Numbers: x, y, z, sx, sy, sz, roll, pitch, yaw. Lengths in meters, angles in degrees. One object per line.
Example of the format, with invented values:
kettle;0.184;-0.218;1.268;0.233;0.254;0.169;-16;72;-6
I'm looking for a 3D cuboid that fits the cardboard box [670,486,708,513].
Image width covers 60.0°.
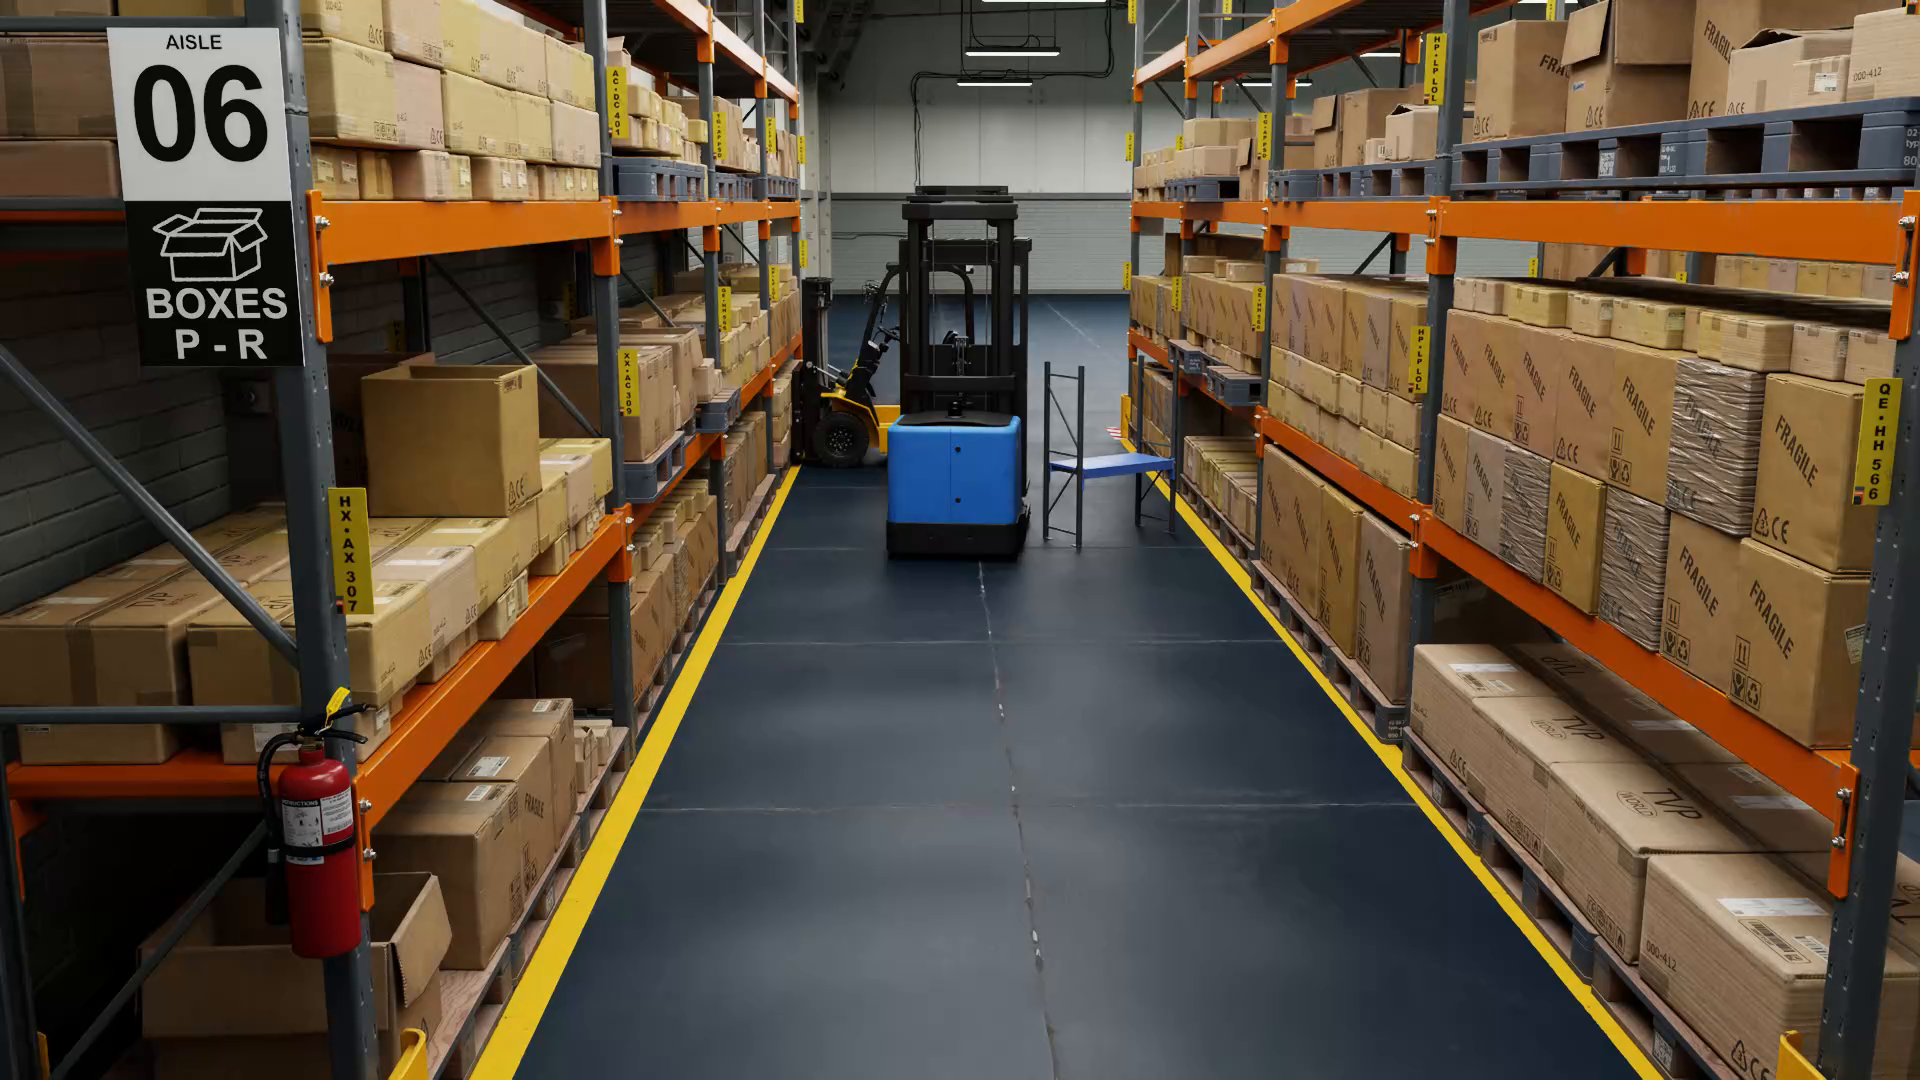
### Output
cardboard box;-1.946;-0.281;11.501;0.380;0.149;0.250;-1;11;-4

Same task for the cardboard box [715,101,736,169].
cardboard box;-2.127;-3.153;12.952;0.700;0.500;0.500;0;11;-2

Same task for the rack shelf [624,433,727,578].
rack shelf;-2.204;-0.384;10.217;1.077;0.370;4.000;0;11;-1

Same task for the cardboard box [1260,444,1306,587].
cardboard box;2.648;-0.182;11.700;0.875;0.875;0.875;0;11;-2

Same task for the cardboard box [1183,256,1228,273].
cardboard box;2.290;-2.574;15.514;0.380;0.149;0.250;0;11;-1

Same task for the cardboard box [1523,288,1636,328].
cardboard box;2.536;-0.949;6.795;0.380;0.149;0.250;-1;11;-3

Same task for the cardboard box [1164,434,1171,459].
cardboard box;2.353;-0.925;16.934;0.500;0.250;0.500;0;11;1

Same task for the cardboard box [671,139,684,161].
cardboard box;-1.983;-2.503;10.684;0.380;0.149;0.250;0;11;-1

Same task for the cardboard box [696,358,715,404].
cardboard box;-1.900;-1.058;11.051;0.500;0.250;0.500;-1;11;-4

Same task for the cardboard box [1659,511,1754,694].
cardboard box;2.612;0.191;5.320;0.500;0.500;0.500;0;11;-2

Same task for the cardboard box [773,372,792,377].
cardboard box;-2.050;-1.680;18.140;0.500;0.250;0.500;0;11;-2

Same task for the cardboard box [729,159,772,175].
cardboard box;-2.034;-3.621;16.145;0.380;0.149;0.250;0;11;0

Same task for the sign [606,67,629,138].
sign;-1.621;-2.066;7.854;0.100;0.325;0.005;0;11;-1

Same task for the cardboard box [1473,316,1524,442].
cardboard box;2.572;-0.703;7.214;0.500;0.500;0.500;0;11;-2

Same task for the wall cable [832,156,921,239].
wall cable;-2.656;-10.555;51.263;3.097;2.526;0.112;0;11;-1

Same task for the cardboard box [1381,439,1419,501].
cardboard box;2.538;-0.375;8.739;0.500;0.250;0.500;-1;11;-3

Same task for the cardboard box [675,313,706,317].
cardboard box;-1.995;-1.670;12.861;0.380;0.149;0.250;0;11;0

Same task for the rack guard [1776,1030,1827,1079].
rack guard;2.883;1.665;4.595;1.175;0.500;0.348;0;11;-1

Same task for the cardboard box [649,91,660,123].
cardboard box;-1.770;-2.251;8.642;0.380;0.149;0.250;0;11;-2

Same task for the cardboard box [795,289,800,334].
cardboard box;-2.138;-2.677;19.457;0.500;0.500;0.500;0;11;-2

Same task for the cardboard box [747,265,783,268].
cardboard box;-2.193;-3.016;18.750;0.380;0.149;0.250;0;11;-1

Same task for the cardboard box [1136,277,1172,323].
cardboard box;2.298;-2.742;19.031;0.500;0.500;0.500;0;11;1

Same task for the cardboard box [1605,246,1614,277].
cardboard box;7.588;-2.989;18.155;0.875;0.550;0.500;0;11;-1

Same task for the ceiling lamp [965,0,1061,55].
ceiling lamp;1.099;-11.787;34.845;2.000;3.185;0.800;0;11;-1

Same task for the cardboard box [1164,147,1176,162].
cardboard box;2.275;-3.905;16.843;0.380;0.149;0.250;0;11;1

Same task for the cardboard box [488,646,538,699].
cardboard box;-2.469;0.584;8.867;0.500;0.500;0.500;0;11;-1

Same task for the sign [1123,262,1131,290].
sign;2.009;-3.167;19.950;0.100;0.325;0.005;0;11;-1

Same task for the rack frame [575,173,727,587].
rack frame;-2.246;-1.134;12.105;1.000;3.000;0.127;0;11;-1

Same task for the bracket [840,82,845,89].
bracket;-3.620;-13.805;50.419;0.235;0.232;0.430;0;11;-1

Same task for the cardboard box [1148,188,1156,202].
cardboard box;2.264;-3.768;18.177;0.380;0.149;0.250;0;11;-1

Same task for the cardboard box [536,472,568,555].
cardboard box;-1.886;-0.112;6.697;0.500;0.250;0.500;0;11;-2

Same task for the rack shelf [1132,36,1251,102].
rack shelf;2.593;-4.934;17.563;1.077;0.370;4.000;0;11;-1

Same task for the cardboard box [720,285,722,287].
cardboard box;-2.585;-2.562;17.262;0.380;0.149;0.250;0;11;1

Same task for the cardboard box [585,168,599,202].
cardboard box;-1.860;-1.616;7.566;0.380;0.149;0.250;0;11;-2

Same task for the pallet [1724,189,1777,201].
pallet;7.649;-3.185;15.151;0.805;0.209;1.217;-1;11;-3

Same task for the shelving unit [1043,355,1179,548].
shelving unit;1.277;-0.770;14.080;1.048;1.500;0.538;-8;14;-33

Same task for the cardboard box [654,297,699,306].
cardboard box;-2.578;-2.122;15.092;0.380;0.149;0.250;0;11;-1

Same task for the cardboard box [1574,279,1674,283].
cardboard box;3.021;-1.104;7.560;0.380;0.149;0.250;0;11;0

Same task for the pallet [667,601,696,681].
pallet;-2.246;0.623;10.457;1.003;0.211;1.213;0;11;-1

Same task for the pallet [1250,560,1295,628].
pallet;2.658;0.368;11.712;1.003;0.211;1.213;0;11;-1

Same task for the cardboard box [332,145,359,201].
cardboard box;-1.886;-1.007;4.566;0.380;0.149;0.250;0;11;0

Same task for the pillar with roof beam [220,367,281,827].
pillar with roof beam;1.254;-3.155;6.976;9.100;9.000;0.400;0;11;-1

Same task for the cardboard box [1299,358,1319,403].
cardboard box;2.488;-1.023;10.678;0.500;0.250;0.500;0;11;-1

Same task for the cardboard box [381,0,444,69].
cardboard box;-1.830;-1.522;4.842;0.500;0.250;0.500;0;11;-2

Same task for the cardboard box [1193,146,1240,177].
cardboard box;2.290;-3.234;14.233;0.500;0.250;0.500;0;11;-2

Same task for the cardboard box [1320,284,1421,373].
cardboard box;2.505;-1.293;10.124;0.500;0.500;0.500;0;11;0

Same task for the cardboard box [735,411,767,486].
cardboard box;-2.306;-0.868;15.707;0.875;0.625;0.625;0;11;1

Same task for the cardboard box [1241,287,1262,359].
cardboard box;2.430;-1.645;12.567;0.500;0.500;0.500;-1;11;-3

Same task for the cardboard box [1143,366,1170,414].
cardboard box;2.308;-1.701;18.873;0.500;0.500;0.500;-1;11;-3

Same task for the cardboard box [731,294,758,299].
cardboard box;-2.099;-2.229;15.619;0.380;0.149;0.250;0;11;1

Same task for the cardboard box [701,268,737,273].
cardboard box;-2.614;-2.862;17.990;0.380;0.149;0.250;0;11;-1

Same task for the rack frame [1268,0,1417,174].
rack frame;2.717;-4.095;11.613;1.000;3.000;0.127;0;11;-1

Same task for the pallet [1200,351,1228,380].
pallet;2.635;-1.455;14.167;1.003;0.211;1.213;0;11;-1

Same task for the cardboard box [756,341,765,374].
cardboard box;-2.040;-1.657;15.058;0.500;0.250;0.500;0;11;-1

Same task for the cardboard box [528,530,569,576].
cardboard box;-1.835;0.053;6.887;0.380;0.149;0.250;0;11;-2

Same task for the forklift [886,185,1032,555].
forklift;0.052;-1.560;14.379;1.130;2.935;3.031;1;12;5
